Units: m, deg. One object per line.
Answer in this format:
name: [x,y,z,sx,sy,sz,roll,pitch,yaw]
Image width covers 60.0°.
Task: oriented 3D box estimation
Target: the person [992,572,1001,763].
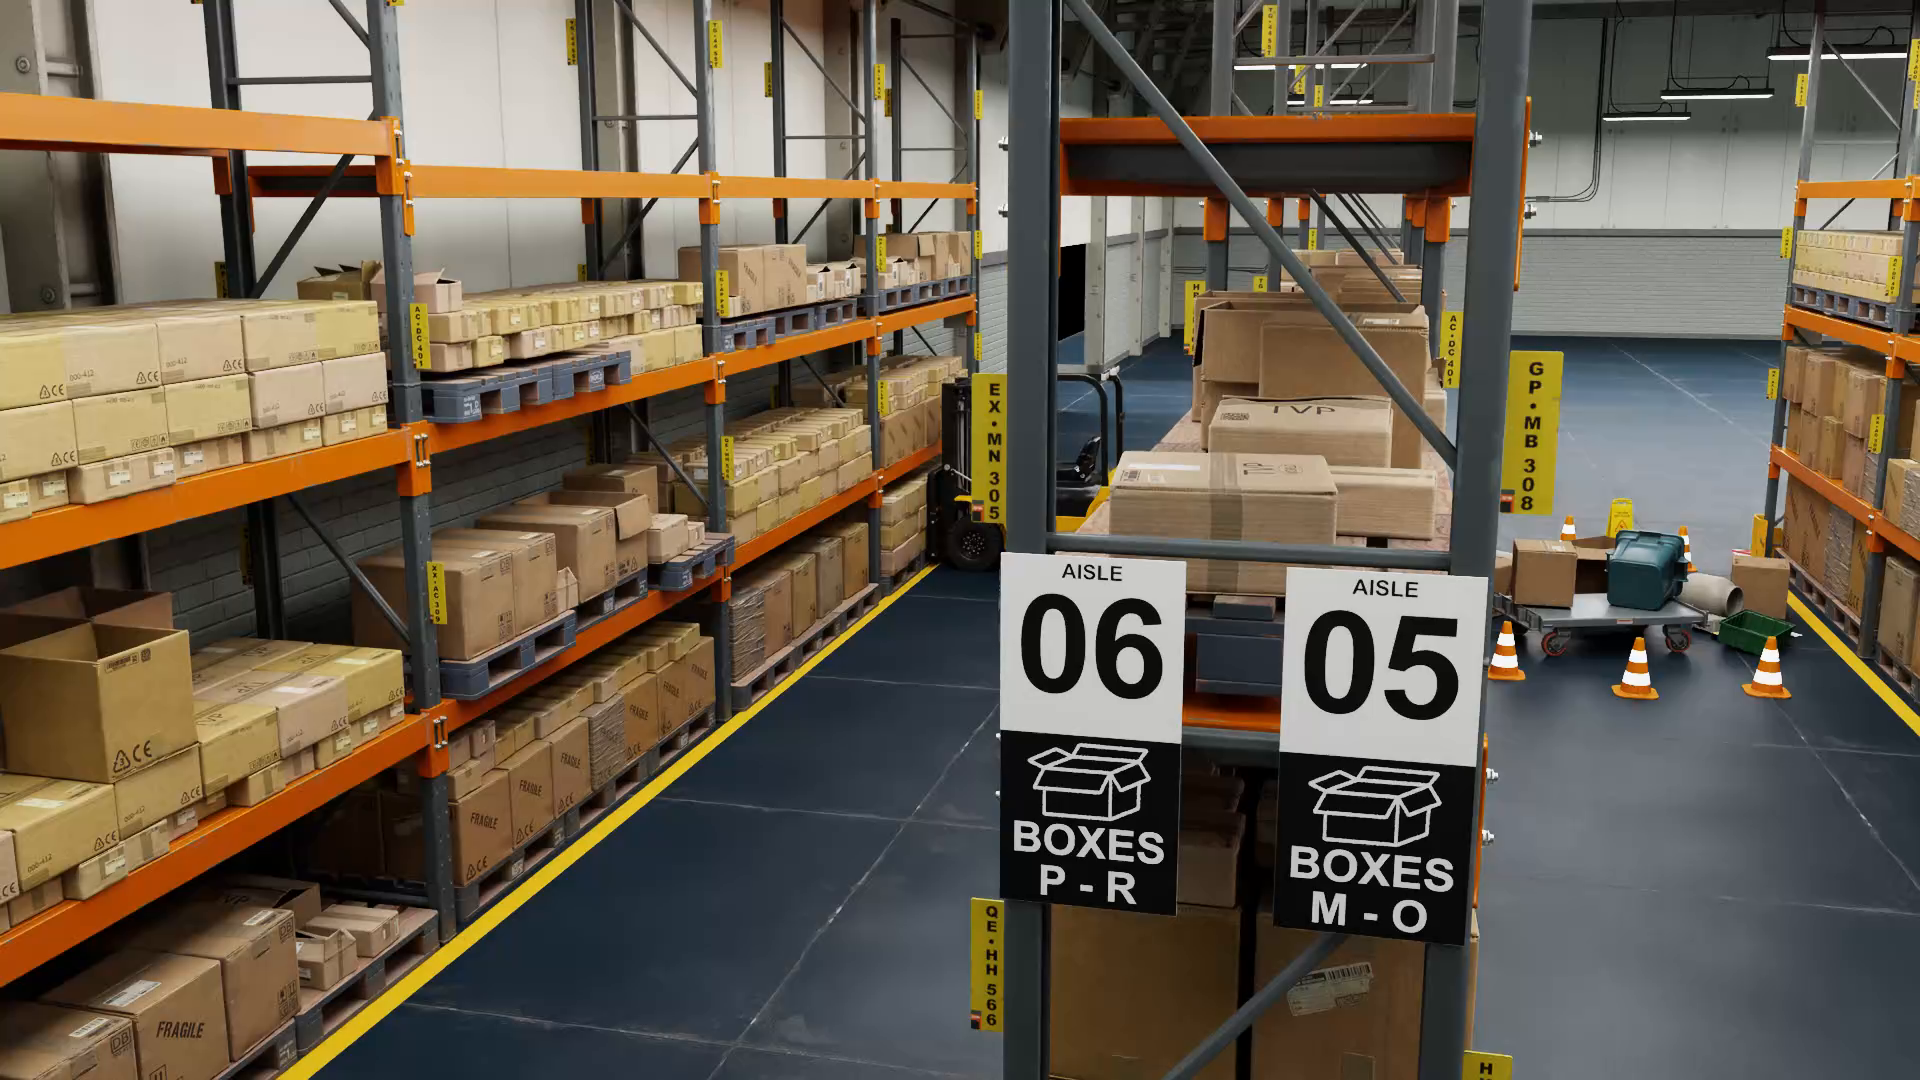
person: [0.484,0.697,12.033,0.484,1.635,0.875,2,12,8]
